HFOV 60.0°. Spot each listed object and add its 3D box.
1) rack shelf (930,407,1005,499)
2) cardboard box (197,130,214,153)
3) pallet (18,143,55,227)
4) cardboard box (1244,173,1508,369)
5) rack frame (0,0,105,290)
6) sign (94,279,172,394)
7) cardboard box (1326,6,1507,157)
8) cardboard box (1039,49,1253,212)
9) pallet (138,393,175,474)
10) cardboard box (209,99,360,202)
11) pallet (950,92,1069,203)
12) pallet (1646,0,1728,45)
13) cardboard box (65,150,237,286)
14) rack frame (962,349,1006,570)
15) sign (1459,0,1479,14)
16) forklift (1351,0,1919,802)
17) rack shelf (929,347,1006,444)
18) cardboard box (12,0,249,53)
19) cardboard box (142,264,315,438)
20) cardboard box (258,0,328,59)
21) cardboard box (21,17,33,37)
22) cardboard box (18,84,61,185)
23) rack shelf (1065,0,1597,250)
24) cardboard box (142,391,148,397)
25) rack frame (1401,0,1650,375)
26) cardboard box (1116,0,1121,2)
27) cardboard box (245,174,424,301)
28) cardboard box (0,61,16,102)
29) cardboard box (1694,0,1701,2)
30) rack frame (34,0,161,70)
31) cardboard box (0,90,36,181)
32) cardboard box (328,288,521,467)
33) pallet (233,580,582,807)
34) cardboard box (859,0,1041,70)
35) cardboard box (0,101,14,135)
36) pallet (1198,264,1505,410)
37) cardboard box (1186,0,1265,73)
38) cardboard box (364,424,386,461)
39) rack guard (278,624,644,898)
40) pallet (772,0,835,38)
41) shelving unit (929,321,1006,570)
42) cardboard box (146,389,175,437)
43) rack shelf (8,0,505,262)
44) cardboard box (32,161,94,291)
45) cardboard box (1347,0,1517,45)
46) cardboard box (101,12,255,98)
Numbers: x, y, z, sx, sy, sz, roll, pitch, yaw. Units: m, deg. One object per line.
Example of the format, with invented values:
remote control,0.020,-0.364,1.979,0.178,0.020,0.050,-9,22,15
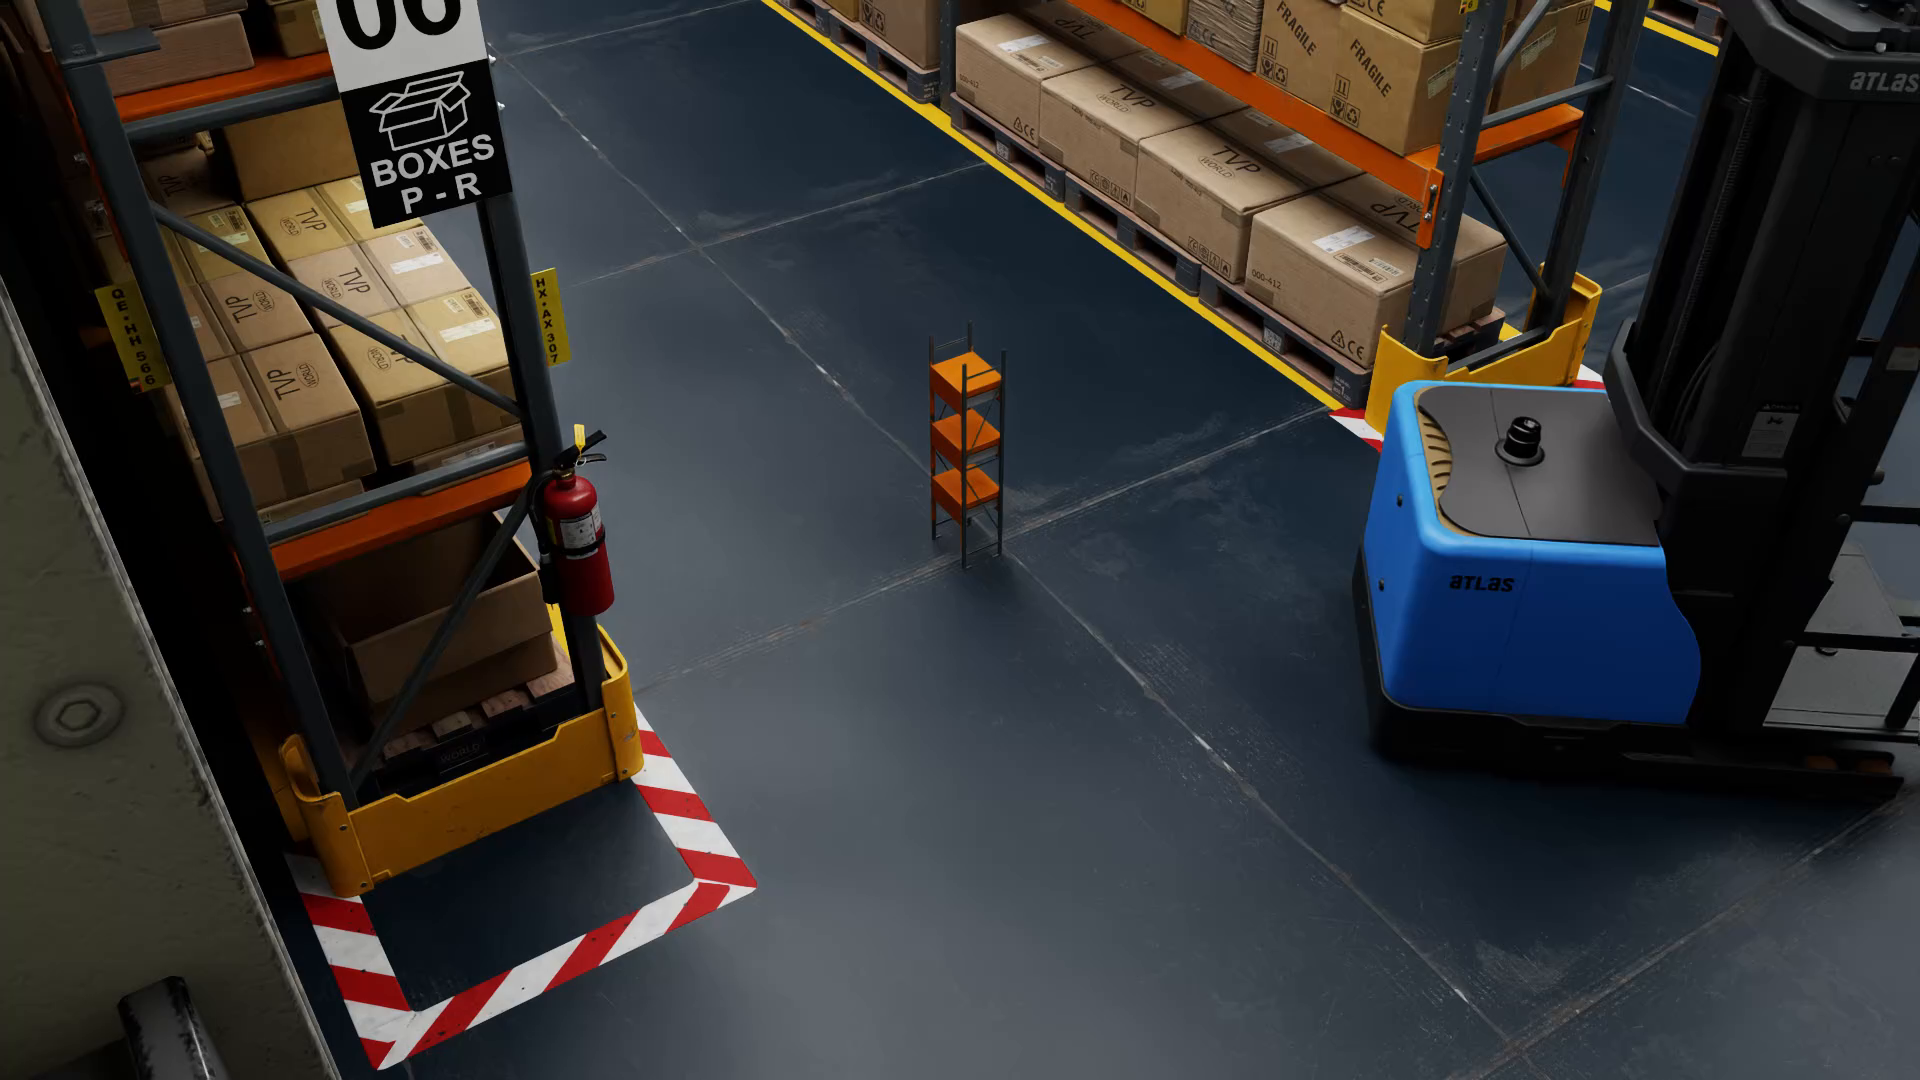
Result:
rack shelf,0.029,-0.366,6.886,0.215,0.259,0.240,-22,45,-24
cardboard box,-2.837,-1.635,6.753,0.500,0.250,0.500,-23,45,-25
pallet,-4.985,-2.322,9.871,1.003,0.211,1.213,-22,45,-24
cardboard box,2.039,-1.358,8.210,0.875,0.438,0.875,-24,45,-26
rack frame,-3.856,-2.308,7.676,1.000,3.000,0.127,-22,45,-24
sign,-2.184,-0.535,4.397,0.100,0.325,0.005,-22,45,-24
cardboard box,1.996,-2.067,7.309,0.500,0.500,0.500,-22,45,-24
cardboard box,1.056,-2.337,9.384,0.875,0.438,0.875,-24,45,-26
pallet,-3.487,-0.865,8.124,1.003,0.211,1.213,-22,45,-24
cardboard box,-2.529,-1.641,6.175,0.500,0.500,0.500,-21,44,-23
pallet,0.670,-2.510,10.097,1.003,0.211,1.213,-22,45,-24
pallet,5.498,-3.696,11.521,1.003,0.211,1.213,-22,45,-24
cardboard box,-2.995,-1.192,6.222,0.500,0.250,0.500,-22,45,-24
rack frame,0.094,-0.309,6.800,0.200,1.050,0.008,-22,45,-24
sign,2.013,-2.216,6.477,0.100,0.325,0.005,-22,45,-24
forklift,3.095,-0.523,5.588,3.031,2.935,1.130,3,40,4
rack shelf,0.029,-0.584,6.704,0.215,0.259,0.240,-22,45,-24
cardboard box,-2.173,-1.504,4.254,0.500,0.250,0.500,-23,45,-25
cardboard box,-2.452,-0.641,5.561,0.500,0.250,0.500,-22,45,-24
cardboard box,-1.680,-1.457,4.508,0.380,0.149,0.250,-21,44,-24
cardboard box,-2.423,-1.548,4.618,0.380,0.149,0.250,-21,44,-23
cardboard box,-3.541,-1.736,6.875,0.500,0.250,0.500,-23,45,-25
rack shelf,1.403,-2.662,8.664,1.077,0.370,4.000,-22,45,-24
cardboard box,-3.700,-0.998,7.877,0.500,0.311,0.500,-21,44,-23
rack frame,2.478,-1.859,7.138,1.000,3.000,0.127,-22,45,-24
cardboard box,0.888,-3.170,8.633,0.500,0.500,0.500,-22,45,-24
cardboard box,-2.268,-1.088,6.097,0.500,0.250,0.500,-23,45,-25
cardboard box,-5.029,-2.541,9.075,0.380,0.149,0.250,-22,44,-24
cardboard box,5.103,-3.849,11.425,0.380,0.149,0.250,-23,45,-26
rack frame,-1.705,-2.454,3.165,1.000,3.000,0.127,-22,45,-24
cardboard box,-4.912,-2.229,9.207,0.500,0.500,0.500,-24,46,-26
cardboard box,-1.722,-0.543,5.443,0.500,0.250,0.500,-22,45,-24
pallet,-2.175,0.452,6.543,1.003,0.211,1.213,-22,45,-24
cardboard box,-0.073,-3.671,10.643,0.875,0.875,0.875,-21,44,-23
cardboard box,-5.485,-2.787,9.876,0.500,0.500,0.500,-20,44,-22
pallet,1.982,-1.193,8.517,1.003,0.211,1.213,-22,45,-24
cardboard box,1.454,-2.617,7.970,0.500,0.500,0.500,-21,44,-23
cardboard box,-1.826,-0.446,5.638,0.380,0.149,0.250,-21,44,-23
rack guard,-1.746,0.770,5.935,1.175,0.500,0.348,-22,45,-24
pallet,-0.811,-3.997,11.882,1.003,0.211,1.213,-22,45,-24
shelving unit,0.029,-0.374,6.879,0.215,1.050,0.252,-22,45,-24
cardboard box,-2.594,-0.533,5.742,0.380,0.149,0.250,-22,45,-24
rack shelf,-2.780,-2.104,5.651,1.077,0.370,4.000,-22,45,-24
cardboard box,-4.369,-1.672,8.538,0.500,0.500,0.500,-22,45,-25
cardboard box,2.018,-2.460,7.000,0.500,0.500,0.500,-21,44,-23
cardboard box,-2.072,-1.298,4.317,0.380,0.149,0.250,-21,44,-23
